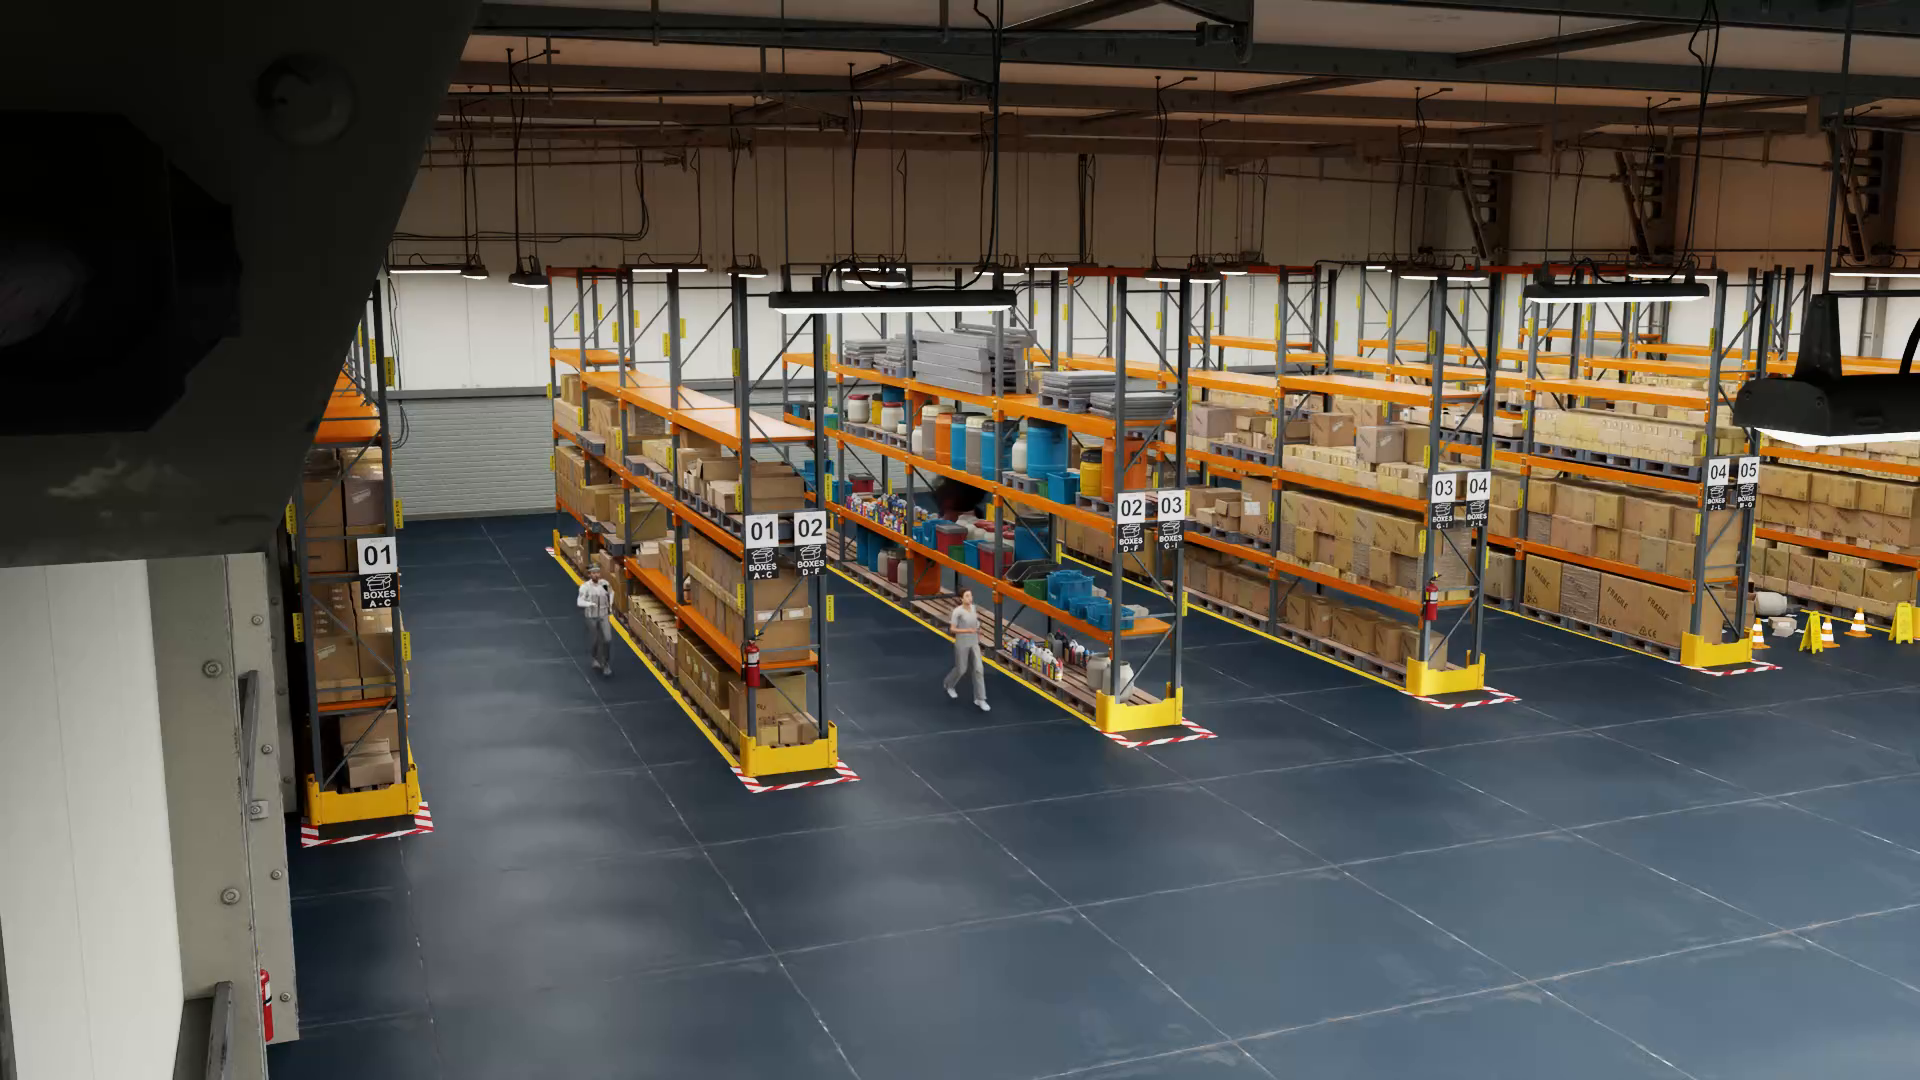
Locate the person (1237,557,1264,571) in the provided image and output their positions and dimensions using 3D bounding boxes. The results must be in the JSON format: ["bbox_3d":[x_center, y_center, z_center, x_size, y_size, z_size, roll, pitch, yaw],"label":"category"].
[{"bbox_3d":[5.756,-0.131,32.444,0.705,1.736,0.744,-5,11,-28],"label":"person"}]

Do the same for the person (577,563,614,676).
[{"bbox_3d":[-5.452,1.188,25.026,0.590,1.740,0.726,-4,11,-21],"label":"person"}]

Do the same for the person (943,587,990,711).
[{"bbox_3d":[0.086,1.483,23.191,0.565,1.673,0.951,-7,12,-36],"label":"person"}]
